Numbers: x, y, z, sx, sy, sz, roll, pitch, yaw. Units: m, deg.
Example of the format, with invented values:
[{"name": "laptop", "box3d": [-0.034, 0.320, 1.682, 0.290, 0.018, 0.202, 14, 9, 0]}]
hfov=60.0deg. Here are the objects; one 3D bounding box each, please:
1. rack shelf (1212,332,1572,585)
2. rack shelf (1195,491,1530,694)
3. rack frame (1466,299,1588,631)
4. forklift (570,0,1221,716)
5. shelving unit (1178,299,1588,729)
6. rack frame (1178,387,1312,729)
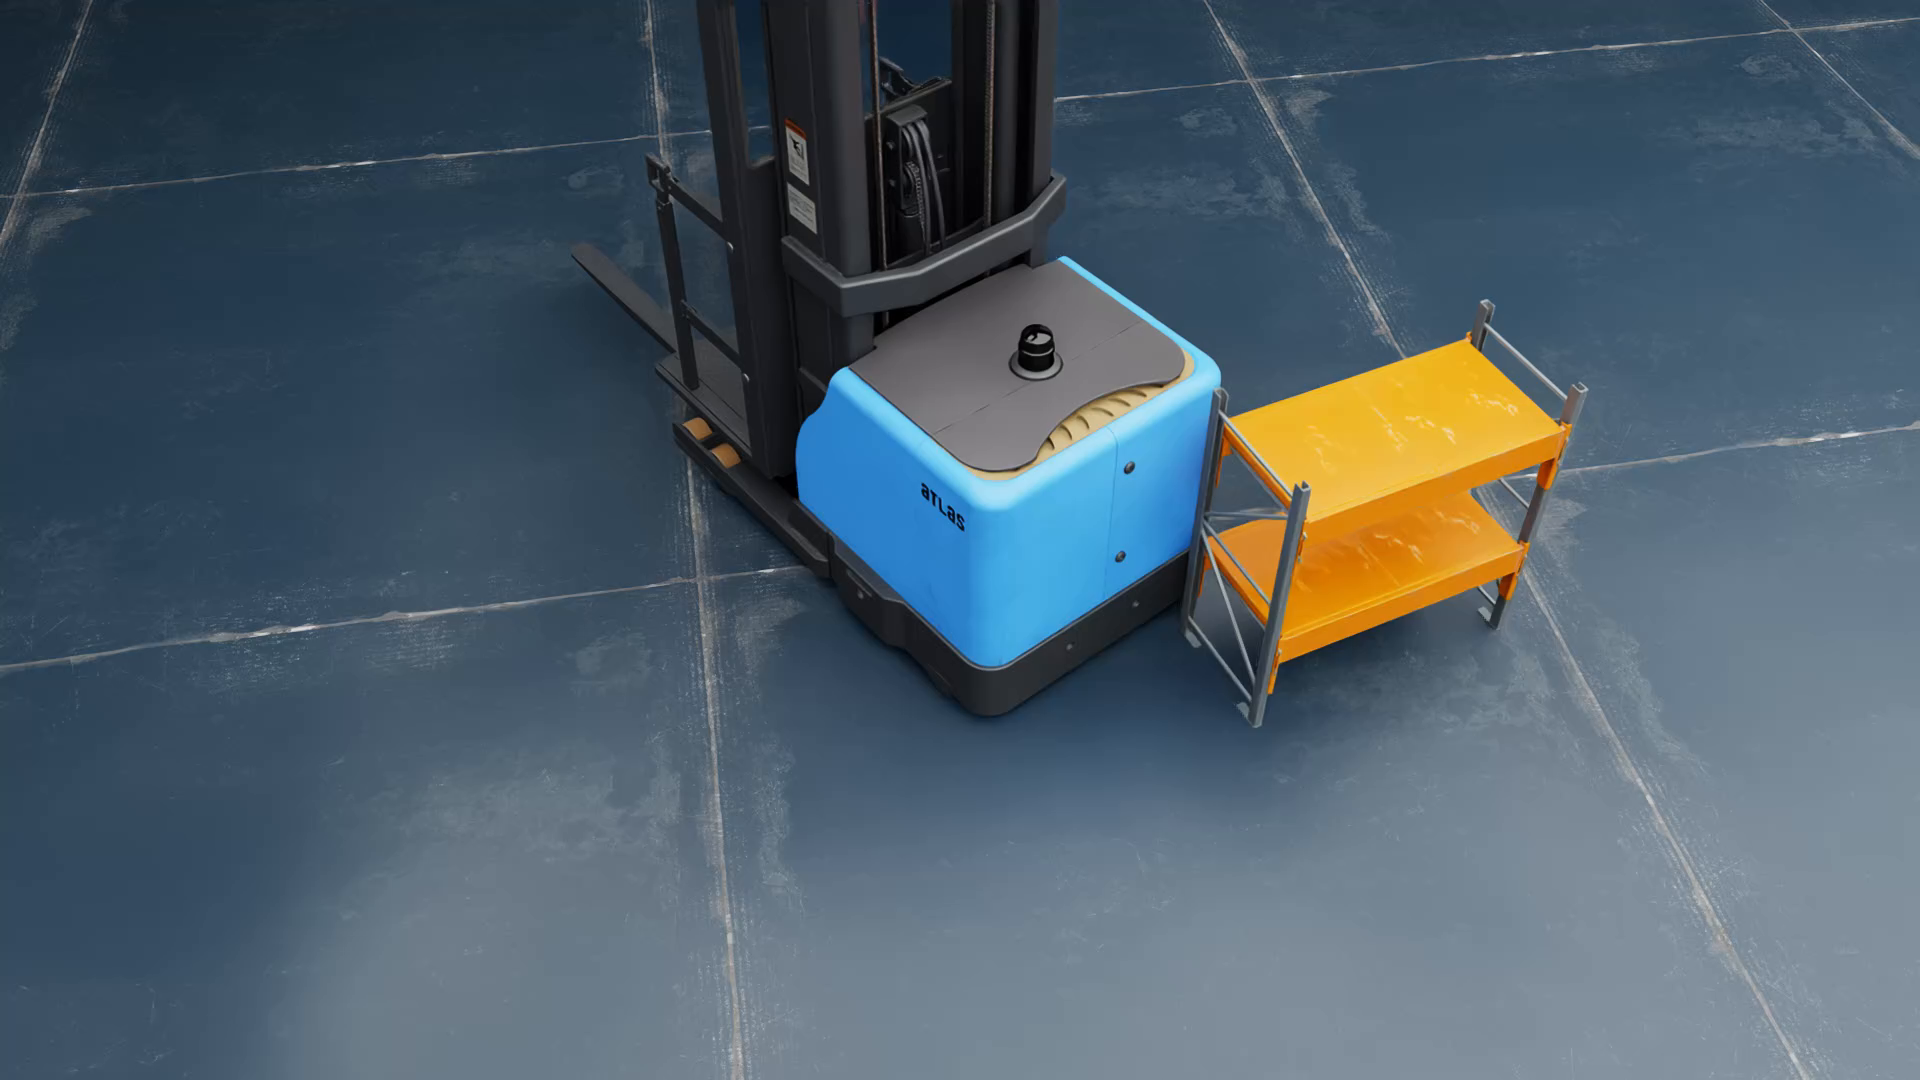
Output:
[{"name": "rack shelf", "box3d": [1.361, -0.278, 5.330, 1.000, 0.278, 0.538, -19, 49, -17]}, {"name": "rack shelf", "box3d": [1.361, 0.095, 5.717, 1.000, 0.278, 0.538, -19, 49, -17]}, {"name": "rack frame", "box3d": [1.821, -0.231, 5.692, 0.032, 1.125, 0.500, -19, 49, -17]}, {"name": "forklift", "box3d": [-0.467, -1.429, 5.592, 1.130, 2.935, 3.031, -30, 53, -26]}, {"name": "shelving unit", "box3d": [1.361, -0.074, 5.541, 1.048, 1.125, 0.538, -19, 49, -17]}, {"name": "rack frame", "box3d": [0.902, 0.082, 5.389, 0.032, 1.125, 0.500, -19, 49, -17]}]
